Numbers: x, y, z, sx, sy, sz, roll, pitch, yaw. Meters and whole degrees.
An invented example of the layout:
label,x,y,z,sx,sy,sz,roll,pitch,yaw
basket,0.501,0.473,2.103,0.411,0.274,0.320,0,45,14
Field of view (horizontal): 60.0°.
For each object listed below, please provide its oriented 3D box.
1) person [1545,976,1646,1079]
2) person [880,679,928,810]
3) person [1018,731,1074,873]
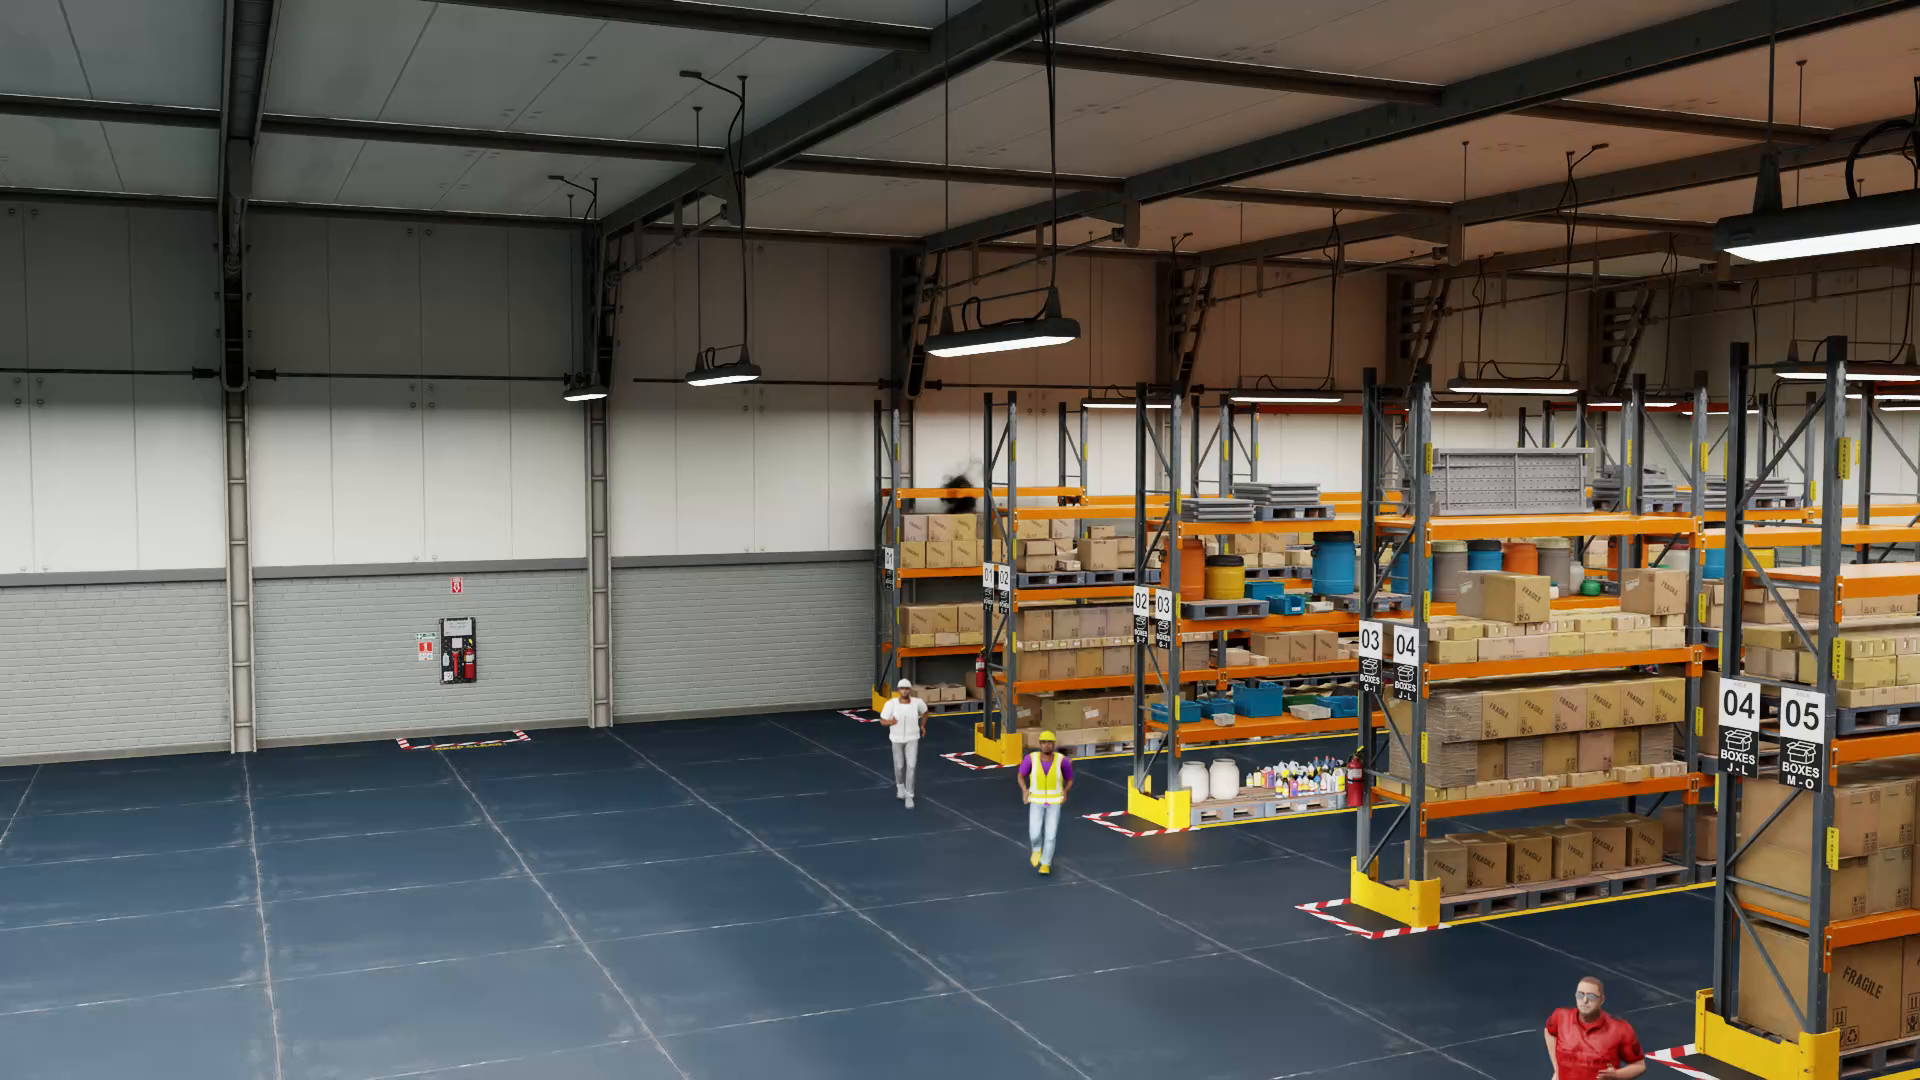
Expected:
label,x,y,z,sx,sy,sz,roll,pitch,yaw
person,4.070,3.701,10.705,0.625,1.809,0.765,1,4,23
person,-0.794,2.869,23.708,0.688,1.785,0.887,0,3,-1
person,1.024,3.138,19.896,0.676,1.720,0.571,0,3,3
